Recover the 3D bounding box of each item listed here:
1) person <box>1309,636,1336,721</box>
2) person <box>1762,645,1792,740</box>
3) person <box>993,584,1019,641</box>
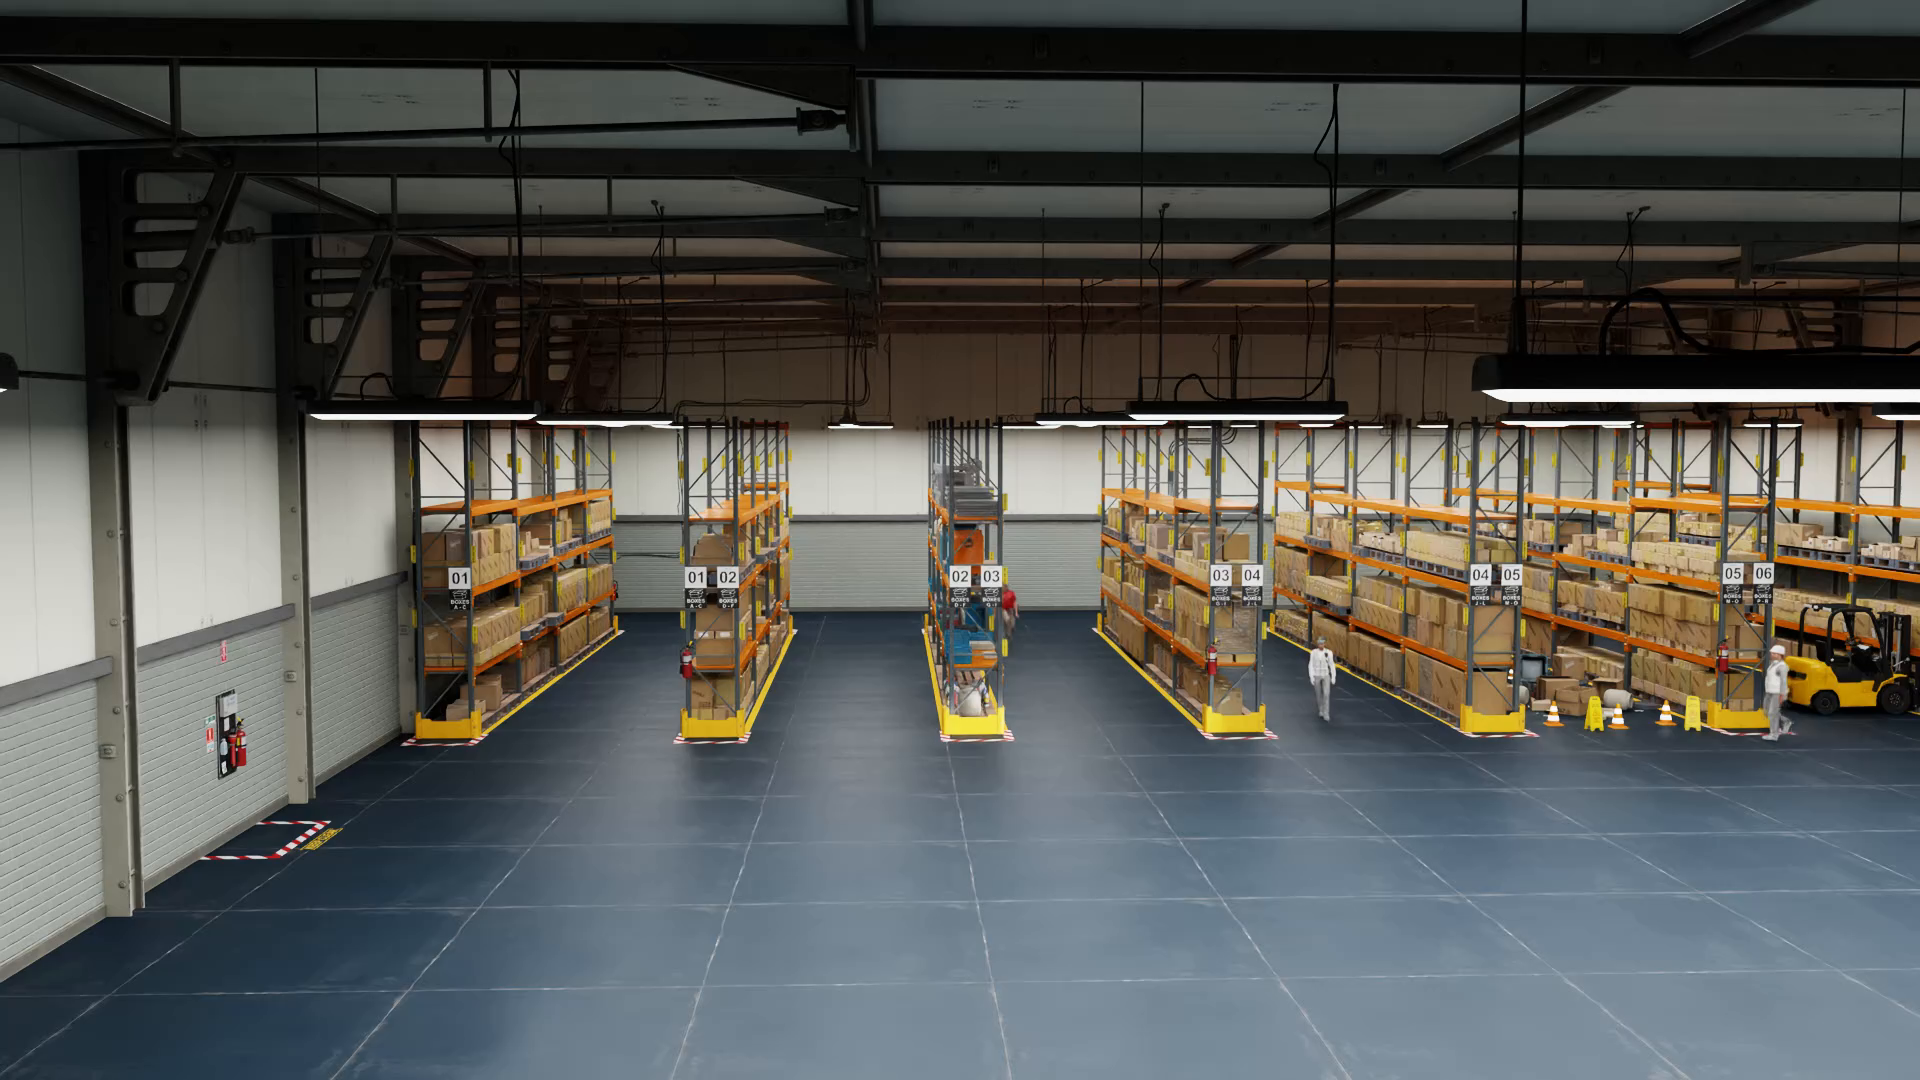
[{"bbox_3d":[7.177,2.728,33.025,0.532,1.629,0.888,2,4,24],"label":"person"},{"bbox_3d":[15.159,2.821,30.759,0.664,1.762,0.541,0,4,-4],"label":"person"},{"bbox_3d":[1.256,1.846,43.819,0.589,1.516,0.963,-2,4,-28],"label":"person"}]
